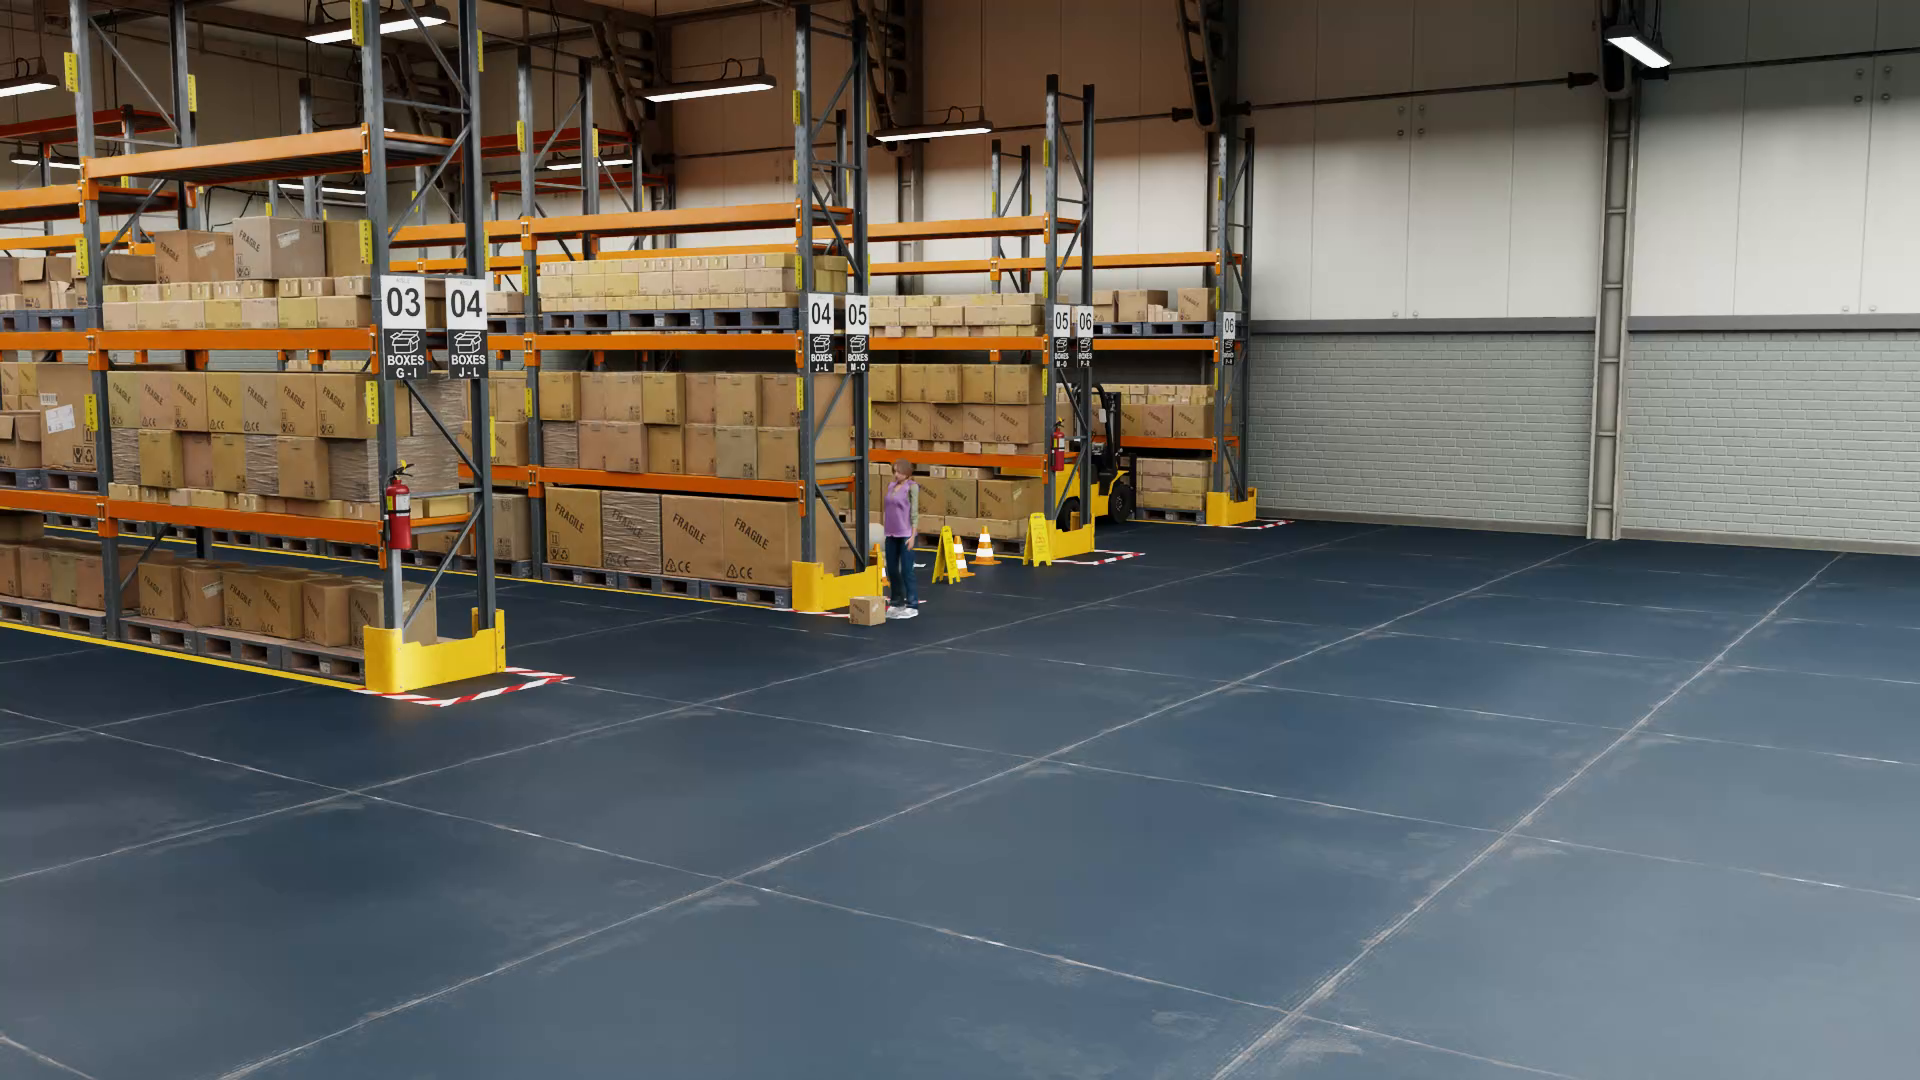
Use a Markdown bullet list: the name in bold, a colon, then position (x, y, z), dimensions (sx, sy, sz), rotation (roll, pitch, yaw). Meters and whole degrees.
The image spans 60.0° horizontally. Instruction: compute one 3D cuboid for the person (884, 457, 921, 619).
- **person**: position (-0.571, -0.020, 16.434), dimensions (0.407, 1.596, 0.303), rotation (5, 9, 40)
